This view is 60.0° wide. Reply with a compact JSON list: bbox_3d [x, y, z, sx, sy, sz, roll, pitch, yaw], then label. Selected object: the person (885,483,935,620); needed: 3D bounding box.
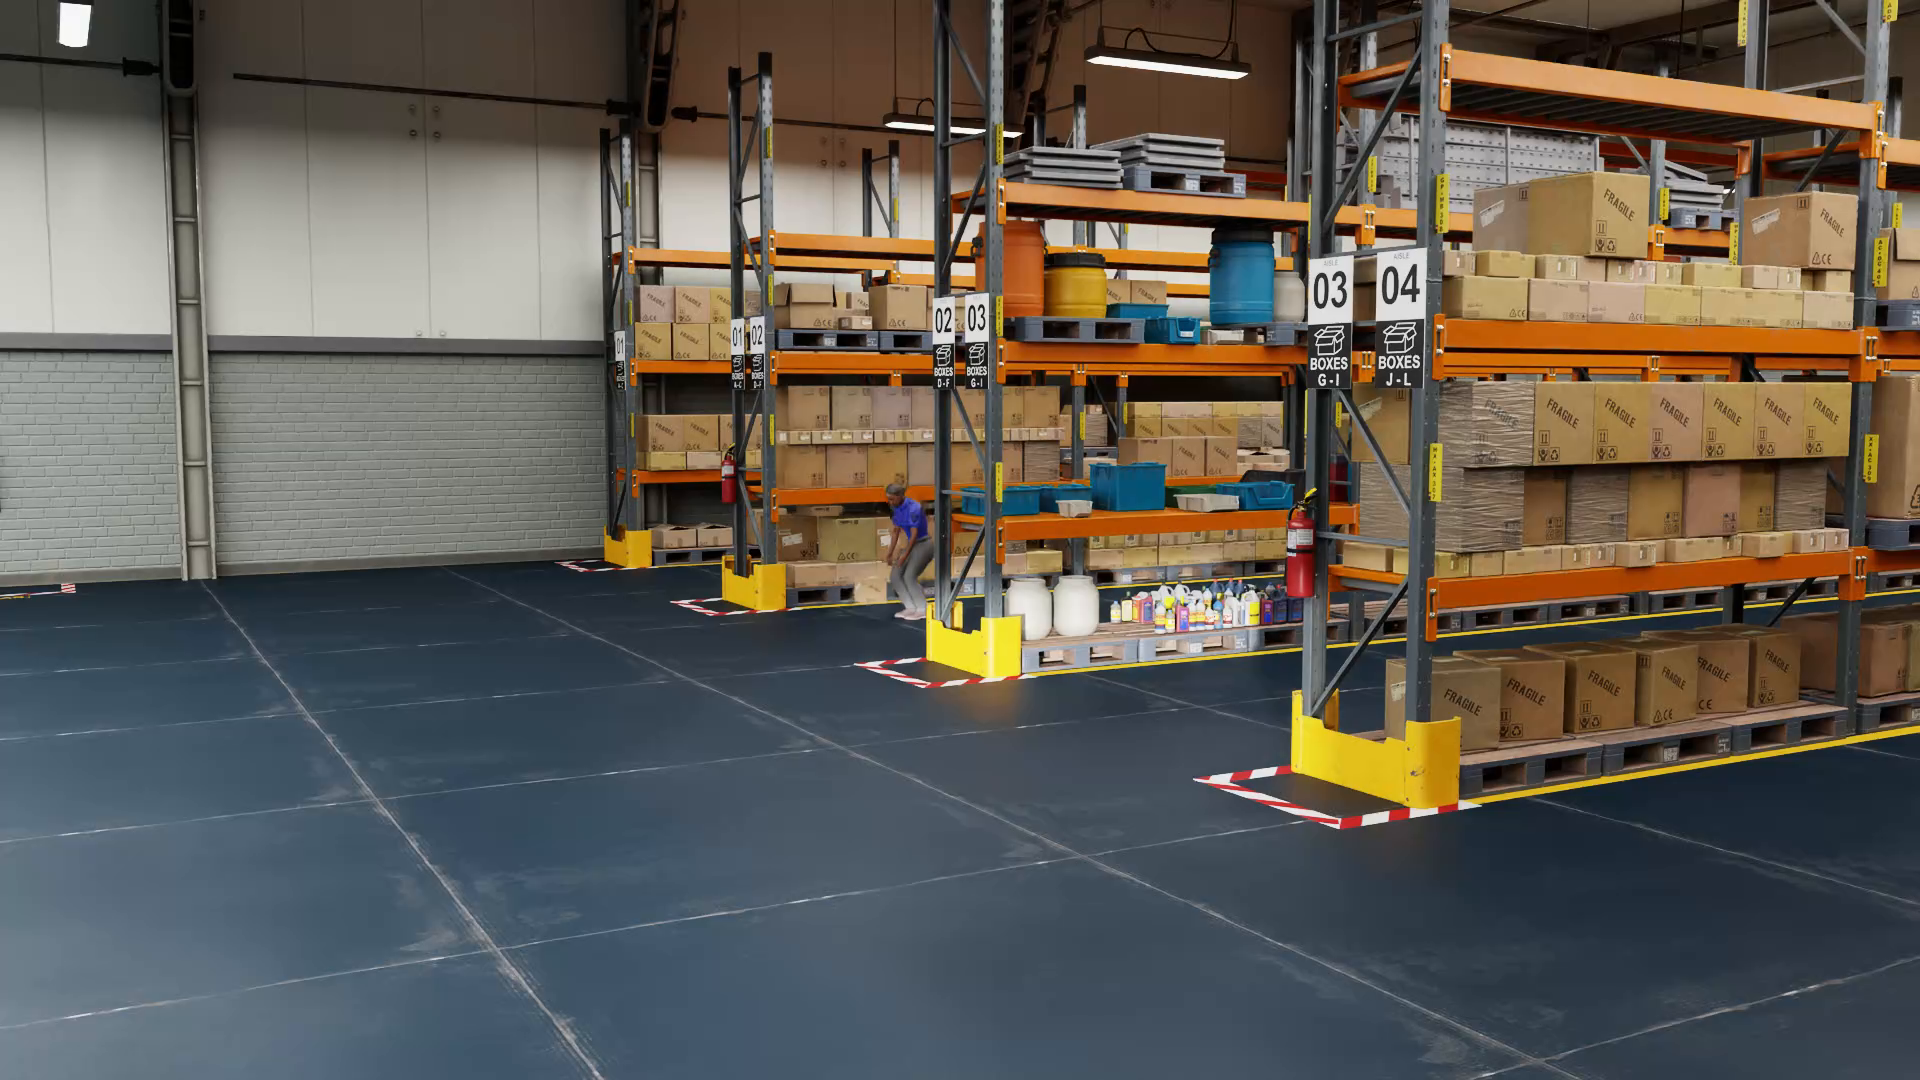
[{"bbox_3d":[-0.518,0.118,17.502,0.576,1.442,0.492,-3,6,-28],"label":"person"}]
